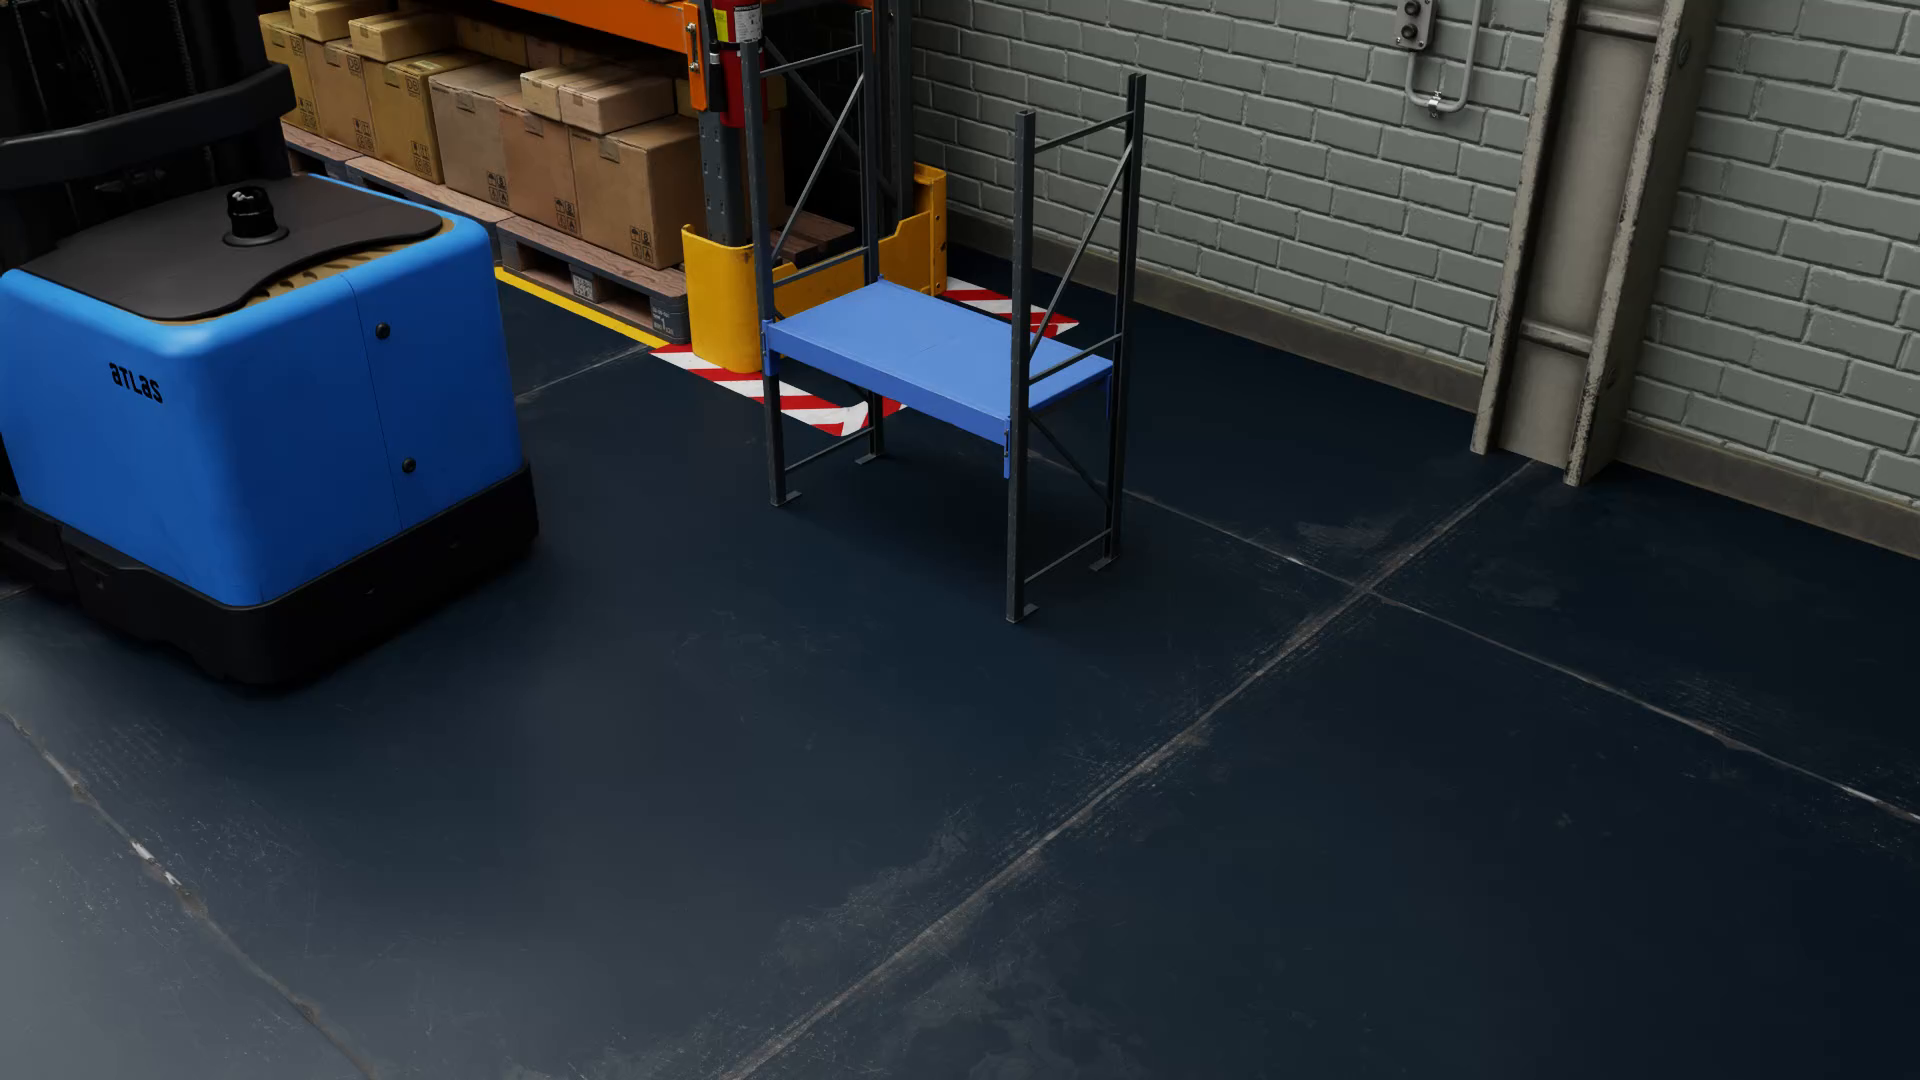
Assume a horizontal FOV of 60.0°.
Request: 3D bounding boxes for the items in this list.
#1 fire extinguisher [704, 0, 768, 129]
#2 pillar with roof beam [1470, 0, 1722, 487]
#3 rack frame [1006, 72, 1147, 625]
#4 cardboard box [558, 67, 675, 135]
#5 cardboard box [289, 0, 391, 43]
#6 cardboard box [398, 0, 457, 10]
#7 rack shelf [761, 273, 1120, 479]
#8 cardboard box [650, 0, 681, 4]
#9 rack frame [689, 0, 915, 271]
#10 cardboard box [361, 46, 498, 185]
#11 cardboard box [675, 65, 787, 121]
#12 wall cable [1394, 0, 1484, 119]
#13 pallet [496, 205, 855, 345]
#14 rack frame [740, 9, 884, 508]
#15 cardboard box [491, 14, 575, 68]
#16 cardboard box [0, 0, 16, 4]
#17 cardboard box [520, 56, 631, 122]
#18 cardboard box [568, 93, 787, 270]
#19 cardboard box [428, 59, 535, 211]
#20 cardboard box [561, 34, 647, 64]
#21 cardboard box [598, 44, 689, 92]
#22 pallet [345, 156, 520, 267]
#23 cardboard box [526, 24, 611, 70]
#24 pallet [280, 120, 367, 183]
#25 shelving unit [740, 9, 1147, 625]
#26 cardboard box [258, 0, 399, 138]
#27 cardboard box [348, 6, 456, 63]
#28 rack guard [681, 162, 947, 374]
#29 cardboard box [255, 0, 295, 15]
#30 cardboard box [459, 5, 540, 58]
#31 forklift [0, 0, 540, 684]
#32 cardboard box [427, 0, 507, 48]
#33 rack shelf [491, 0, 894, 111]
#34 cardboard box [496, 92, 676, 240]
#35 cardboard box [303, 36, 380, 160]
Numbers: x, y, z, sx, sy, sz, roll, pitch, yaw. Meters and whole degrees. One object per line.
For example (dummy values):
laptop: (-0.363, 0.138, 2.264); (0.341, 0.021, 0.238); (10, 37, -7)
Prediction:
fire extinguisher: (-0.763, -1.769, 5.717); (0.183, 0.674, 0.296); (25, 39, 35)
pillar with roof beam: (-0.872, -2.511, 0.696); (0.400, 9.000, 9.100); (25, 39, 35)
rack frame: (0.314, -0.496, 4.620); (0.032, 1.500, 0.500); (25, 39, 35)
cardboard box: (-1.369, -1.757, 6.647); (0.250, 0.149, 0.380); (25, 39, 35)
cardboard box: (-2.914, -2.476, 7.842); (0.250, 0.149, 0.380); (27, 40, 37)
cardboard box: (-2.432, -2.518, 7.911); (0.250, 0.149, 0.380); (24, 38, 34)
rack shelf: (-0.063, -0.518, 5.005); (1.000, 0.185, 0.538); (25, 39, 35)
cardboard box: (-0.950, -2.492, 6.190); (0.700, 0.700, 0.980); (27, 40, 37)
rack frame: (-0.566, -2.191, 5.981); (0.127, 3.000, 1.000); (25, 39, 35)
cardboard box: (-2.296, -2.033, 7.734); (0.500, 0.500, 0.700); (26, 40, 36)
cardboard box: (-0.925, -1.815, 6.744); (0.250, 0.149, 0.380); (25, 39, 35)
wall cable: (1.019, -2.545, 5.584); (1.851, 1.984, 0.084); (25, 39, 35)
pallet: (-1.211, -1.243, 7.110); (1.213, 0.211, 1.003); (25, 39, 35)
rack frame: (-0.440, -0.848, 5.204); (0.032, 1.500, 0.500); (25, 39, 35)
cardboard box: (-1.866, -2.253, 7.472); (0.250, 0.149, 0.380); (25, 39, 36)
cardboard box: (-5.395, -3.608, 10.012); (0.750, 0.750, 0.750); (25, 39, 35)
cardboard box: (-1.559, -1.845, 6.793); (0.250, 0.149, 0.380); (26, 40, 36)
cardboard box: (-1.152, -1.504, 6.856); (0.500, 0.500, 0.700); (25, 39, 35)
cardboard box: (-1.896, -1.851, 7.433); (0.500, 0.500, 0.700); (24, 38, 34)
cardboard box: (-1.486, -2.077, 7.179); (0.250, 0.149, 0.380); (25, 39, 35)
cardboard box: (-1.301, -1.990, 7.035); (0.250, 0.149, 0.380); (25, 39, 35)
pallet: (-2.111, -1.665, 7.812); (1.213, 0.211, 1.003); (25, 39, 35)
cardboard box: (-1.675, -2.165, 7.325); (0.250, 0.149, 0.380); (26, 39, 36)
pallet: (-3.020, -2.087, 8.513); (1.213, 0.211, 1.003); (25, 39, 35)
shelving unit: (-0.063, -0.672, 4.912); (1.048, 1.500, 0.538); (25, 39, 35)
cardboard box: (-3.046, -2.386, 8.322); (0.500, 0.500, 0.700); (26, 39, 36)
cardboard box: (-2.527, -2.295, 7.542); (0.250, 0.149, 0.380); (24, 38, 34)
rack guard: (-0.548, -1.112, 6.612); (0.348, 0.500, 1.175); (25, 39, 35)
cardboard box: (-4.100, -3.009, 9.018); (0.750, 0.750, 0.750); (26, 39, 36)
cardboard box: (-2.053, -2.341, 7.618); (0.250, 0.149, 0.380); (24, 39, 34)
forklift: (-2.807, -1.450, 4.817); (3.031, 2.935, 1.130); (20, 36, 29)
cardboard box: (-2.245, -2.430, 7.766); (0.250, 0.149, 0.380); (25, 39, 36)
rack shelf: (-2.048, -2.575, 7.316); (4.000, 0.370, 1.077); (25, 39, 35)
cardboard box: (-1.523, -1.677, 7.144); (0.500, 0.500, 0.700); (25, 39, 35)
cardboard box: (-2.675, -2.211, 8.031); (0.500, 0.500, 0.700); (25, 39, 35)
